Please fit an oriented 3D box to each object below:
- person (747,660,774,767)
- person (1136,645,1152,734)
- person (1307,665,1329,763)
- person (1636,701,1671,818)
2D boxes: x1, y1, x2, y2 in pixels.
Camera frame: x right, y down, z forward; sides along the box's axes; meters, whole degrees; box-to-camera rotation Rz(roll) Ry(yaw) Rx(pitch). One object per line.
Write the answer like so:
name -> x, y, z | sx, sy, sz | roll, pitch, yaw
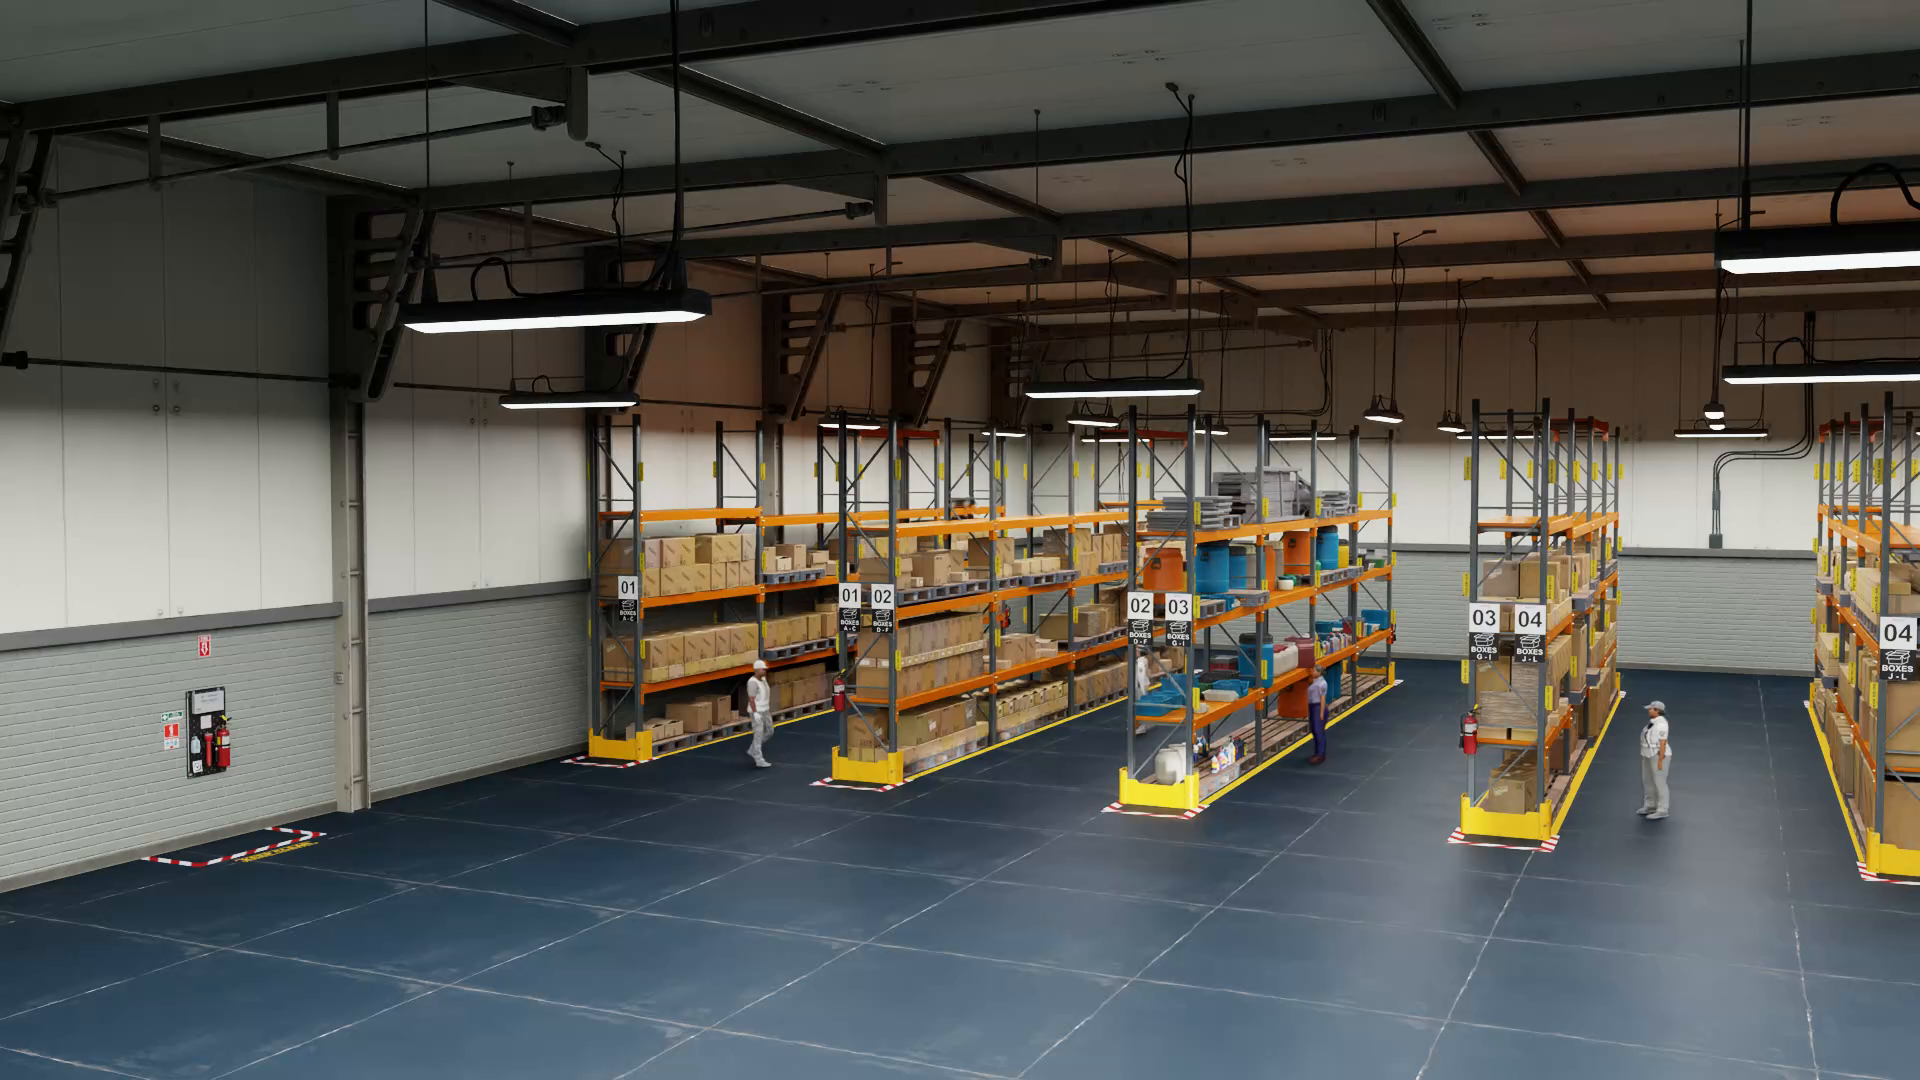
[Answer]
person -> -3.402, 2.937, 28.341 | 0.567, 1.780, 0.692 | 1, 2, 16
person -> 3.490, 2.849, 31.804 | 0.408, 1.689, 0.547 | 1, 2, 15
person -> 6.192, 2.998, 28.862 | 0.396, 1.657, 0.578 | 0, 2, -1
person -> 10.072, 3.169, 24.138 | 0.427, 1.672, 0.523 | 0, 2, -8
